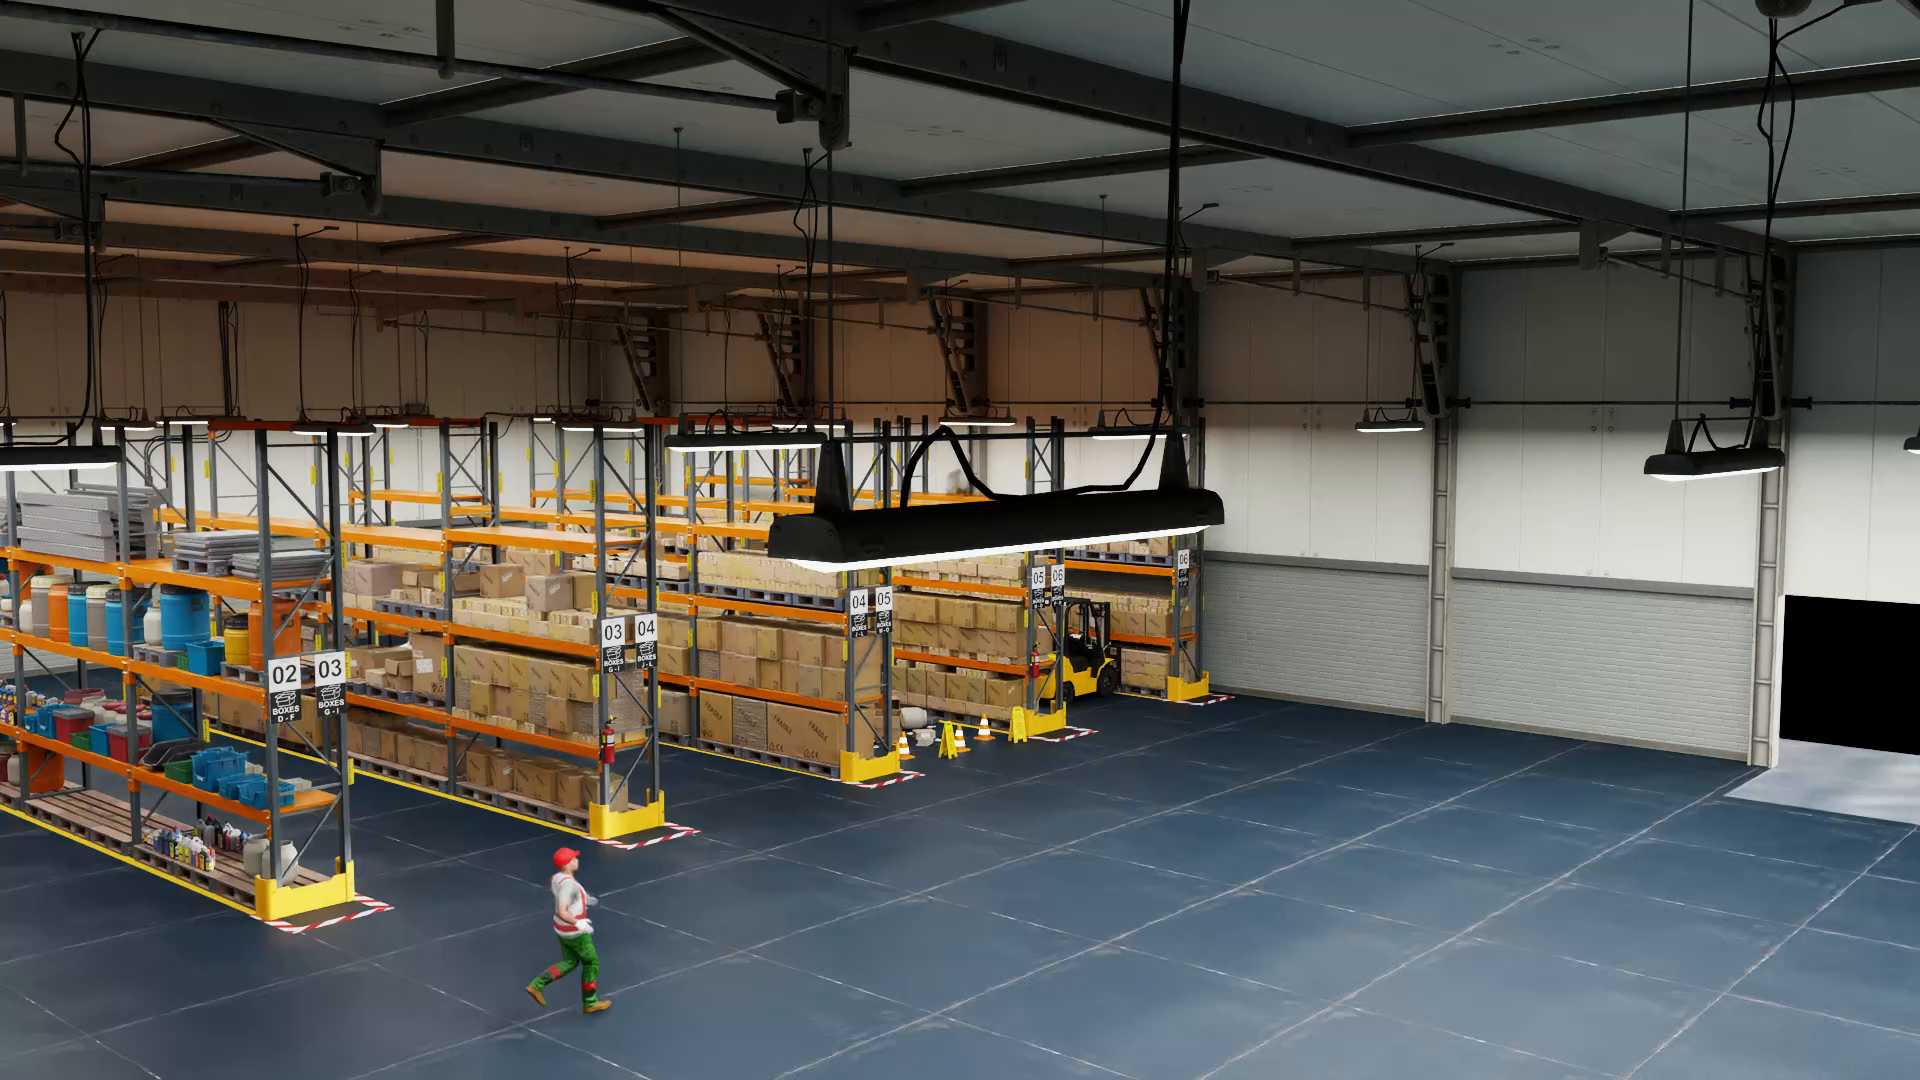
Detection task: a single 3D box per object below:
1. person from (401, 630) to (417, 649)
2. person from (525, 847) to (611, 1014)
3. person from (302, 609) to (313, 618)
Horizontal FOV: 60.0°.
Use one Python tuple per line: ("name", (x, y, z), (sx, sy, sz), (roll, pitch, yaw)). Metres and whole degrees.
("person", (-11.257, 2.672, 34.178), (0.544, 1.660, 0.634), (5, 7, 44))
("person", (-4.032, 4.030, 17.114), (0.868, 1.760, 0.668), (-3, 5, -29))
("person", (-14.828, 2.356, 37.601), (0.783, 1.728, 0.571), (0, 5, 5))
